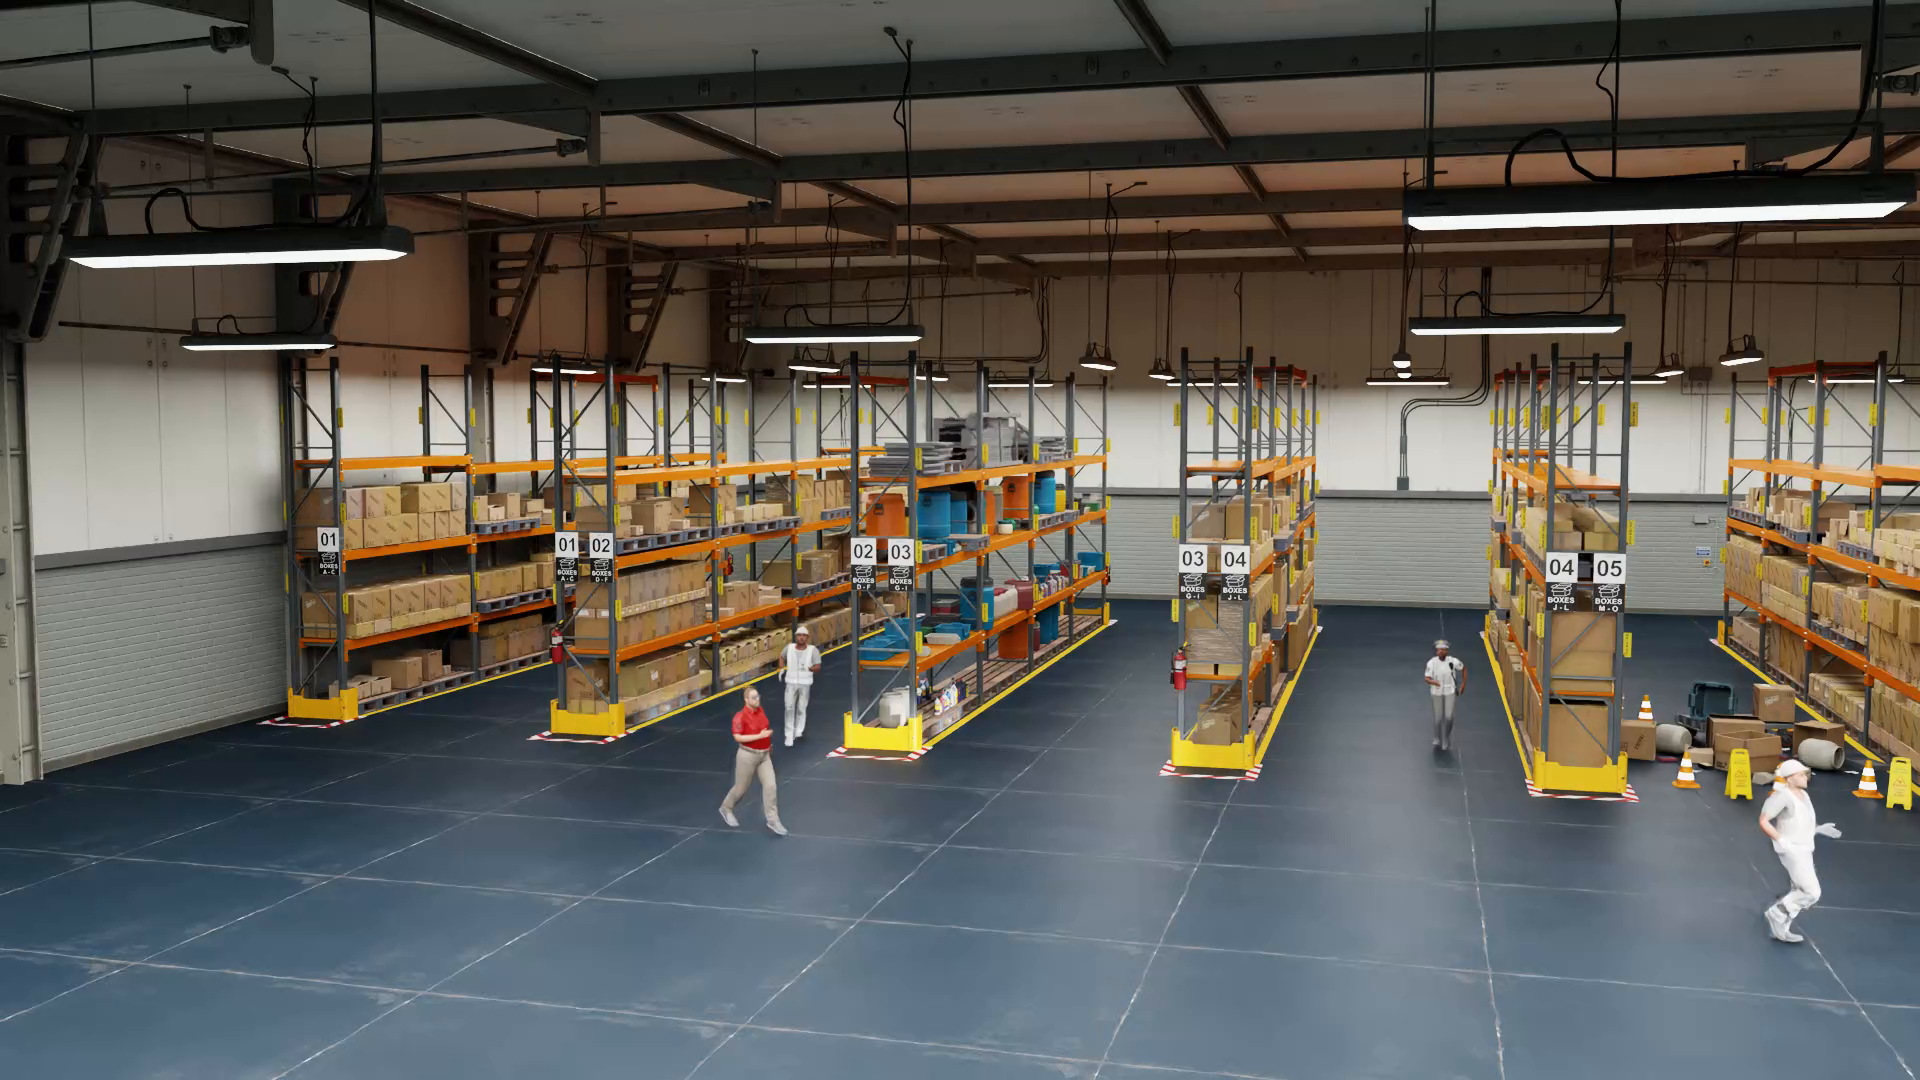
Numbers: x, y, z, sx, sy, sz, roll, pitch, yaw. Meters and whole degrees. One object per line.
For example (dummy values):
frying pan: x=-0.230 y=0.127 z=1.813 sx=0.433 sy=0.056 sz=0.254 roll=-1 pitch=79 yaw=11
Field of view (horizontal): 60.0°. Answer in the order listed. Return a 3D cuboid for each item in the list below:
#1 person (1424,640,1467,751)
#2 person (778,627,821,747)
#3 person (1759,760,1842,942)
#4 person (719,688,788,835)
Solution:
person: x=7.281 y=2.320 z=24.961 sx=0.590 sy=1.669 sz=0.834 roll=2 pitch=4 yaw=20
person: x=-2.468 y=2.241 z=25.628 sx=0.661 sy=1.818 sz=0.712 roll=0 pitch=4 yaw=-3
person: x=7.966 y=2.961 z=15.745 sx=0.644 sy=1.740 sz=0.581 roll=-4 pitch=6 yaw=-43
person: x=-2.496 y=2.685 z=20.063 sx=0.964 sy=1.661 sz=0.656 roll=3 pitch=5 yaw=39
